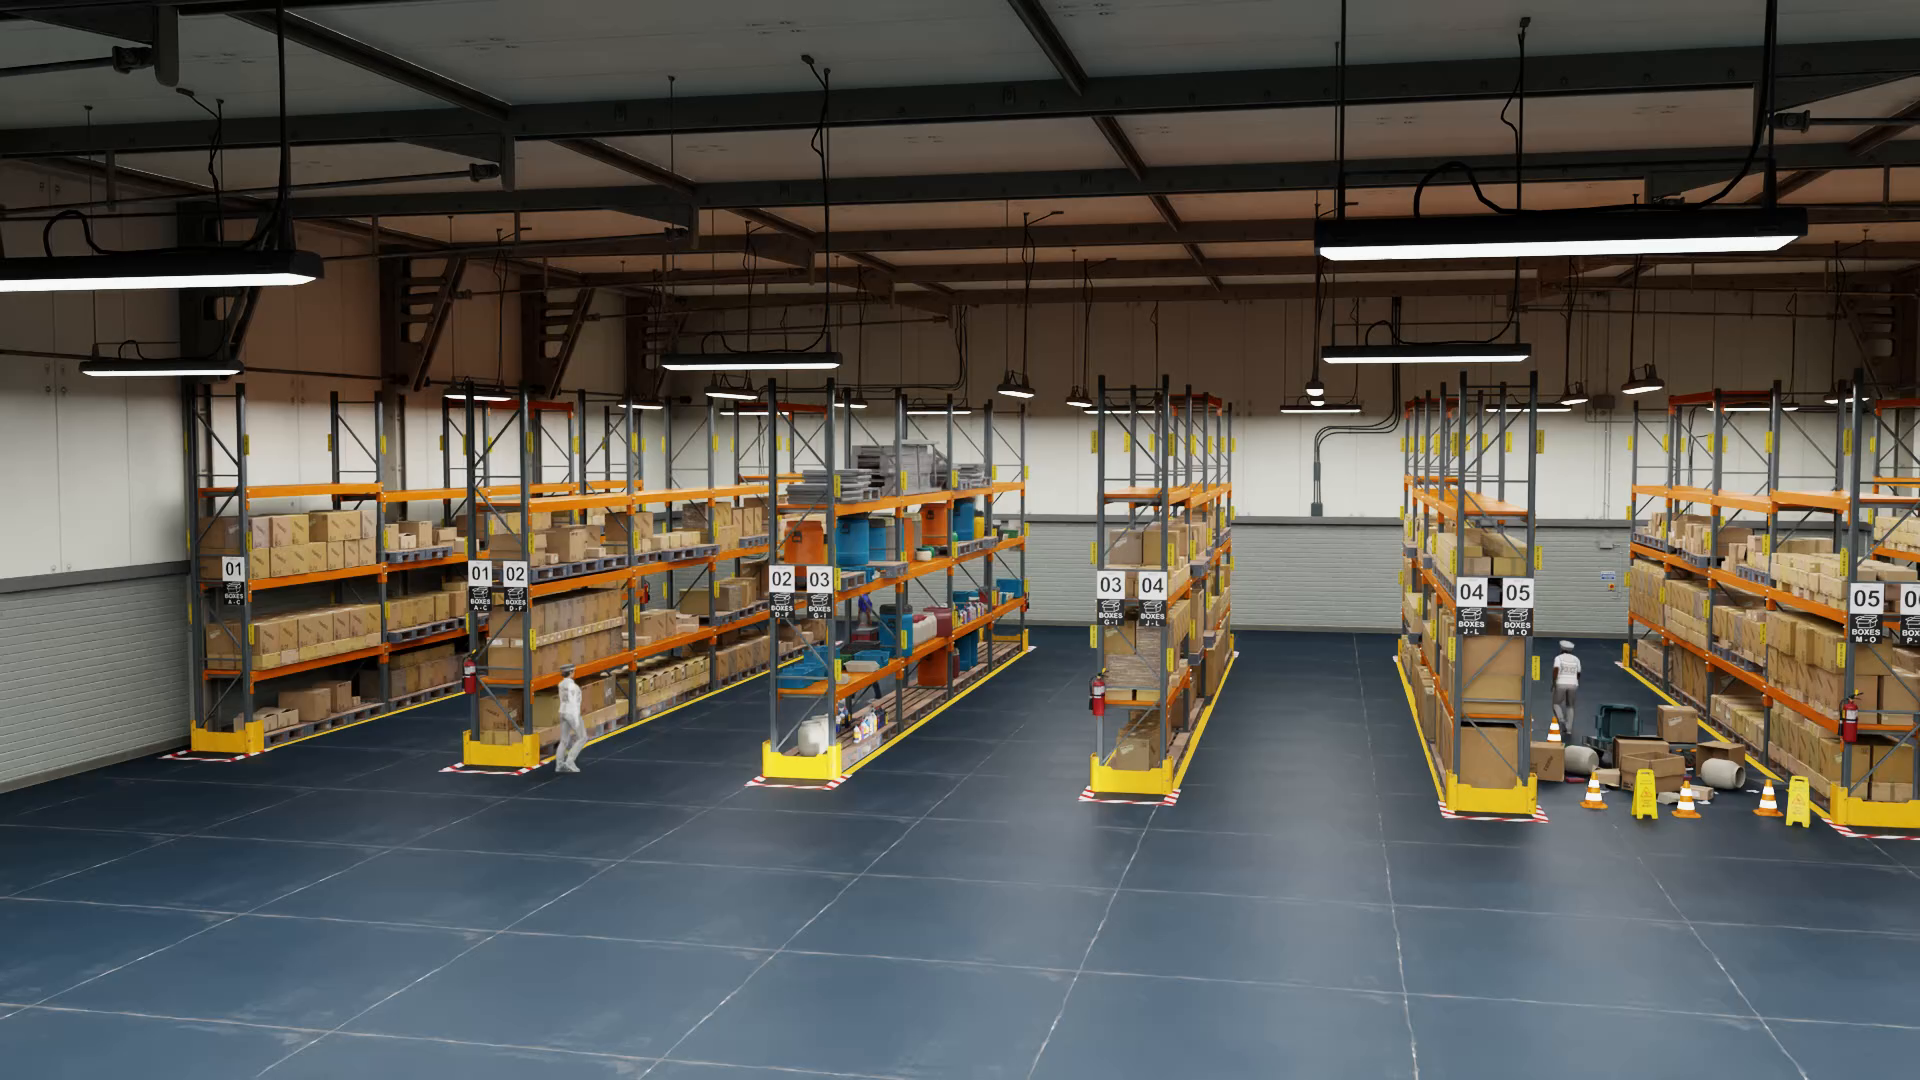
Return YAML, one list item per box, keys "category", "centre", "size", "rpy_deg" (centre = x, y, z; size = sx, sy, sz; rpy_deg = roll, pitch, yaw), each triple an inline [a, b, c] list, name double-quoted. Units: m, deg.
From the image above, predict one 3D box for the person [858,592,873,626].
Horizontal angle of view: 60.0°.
- category: "person"
  centre: [-2.319, 1.895, 39.766]
  size: [0.750, 1.640, 0.555]
  rpy_deg: [-1, 4, -21]

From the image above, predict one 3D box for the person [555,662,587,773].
- category: "person"
  centre: [-5.991, 2.709, 25.414]
  size: [0.464, 1.650, 0.578]
  rpy_deg: [-3, 4, -42]

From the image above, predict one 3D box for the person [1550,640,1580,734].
- category: "person"
  centre: [10.569, 2.559, 29.040]
  size: [0.511, 1.580, 0.712]
  rpy_deg: [1, 3, 15]

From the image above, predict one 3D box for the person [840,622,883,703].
- category: "person"
  centre: [-1.901, 2.366, 32.162]
  size: [0.851, 1.558, 0.445]
  rpy_deg: [2, 4, 27]
